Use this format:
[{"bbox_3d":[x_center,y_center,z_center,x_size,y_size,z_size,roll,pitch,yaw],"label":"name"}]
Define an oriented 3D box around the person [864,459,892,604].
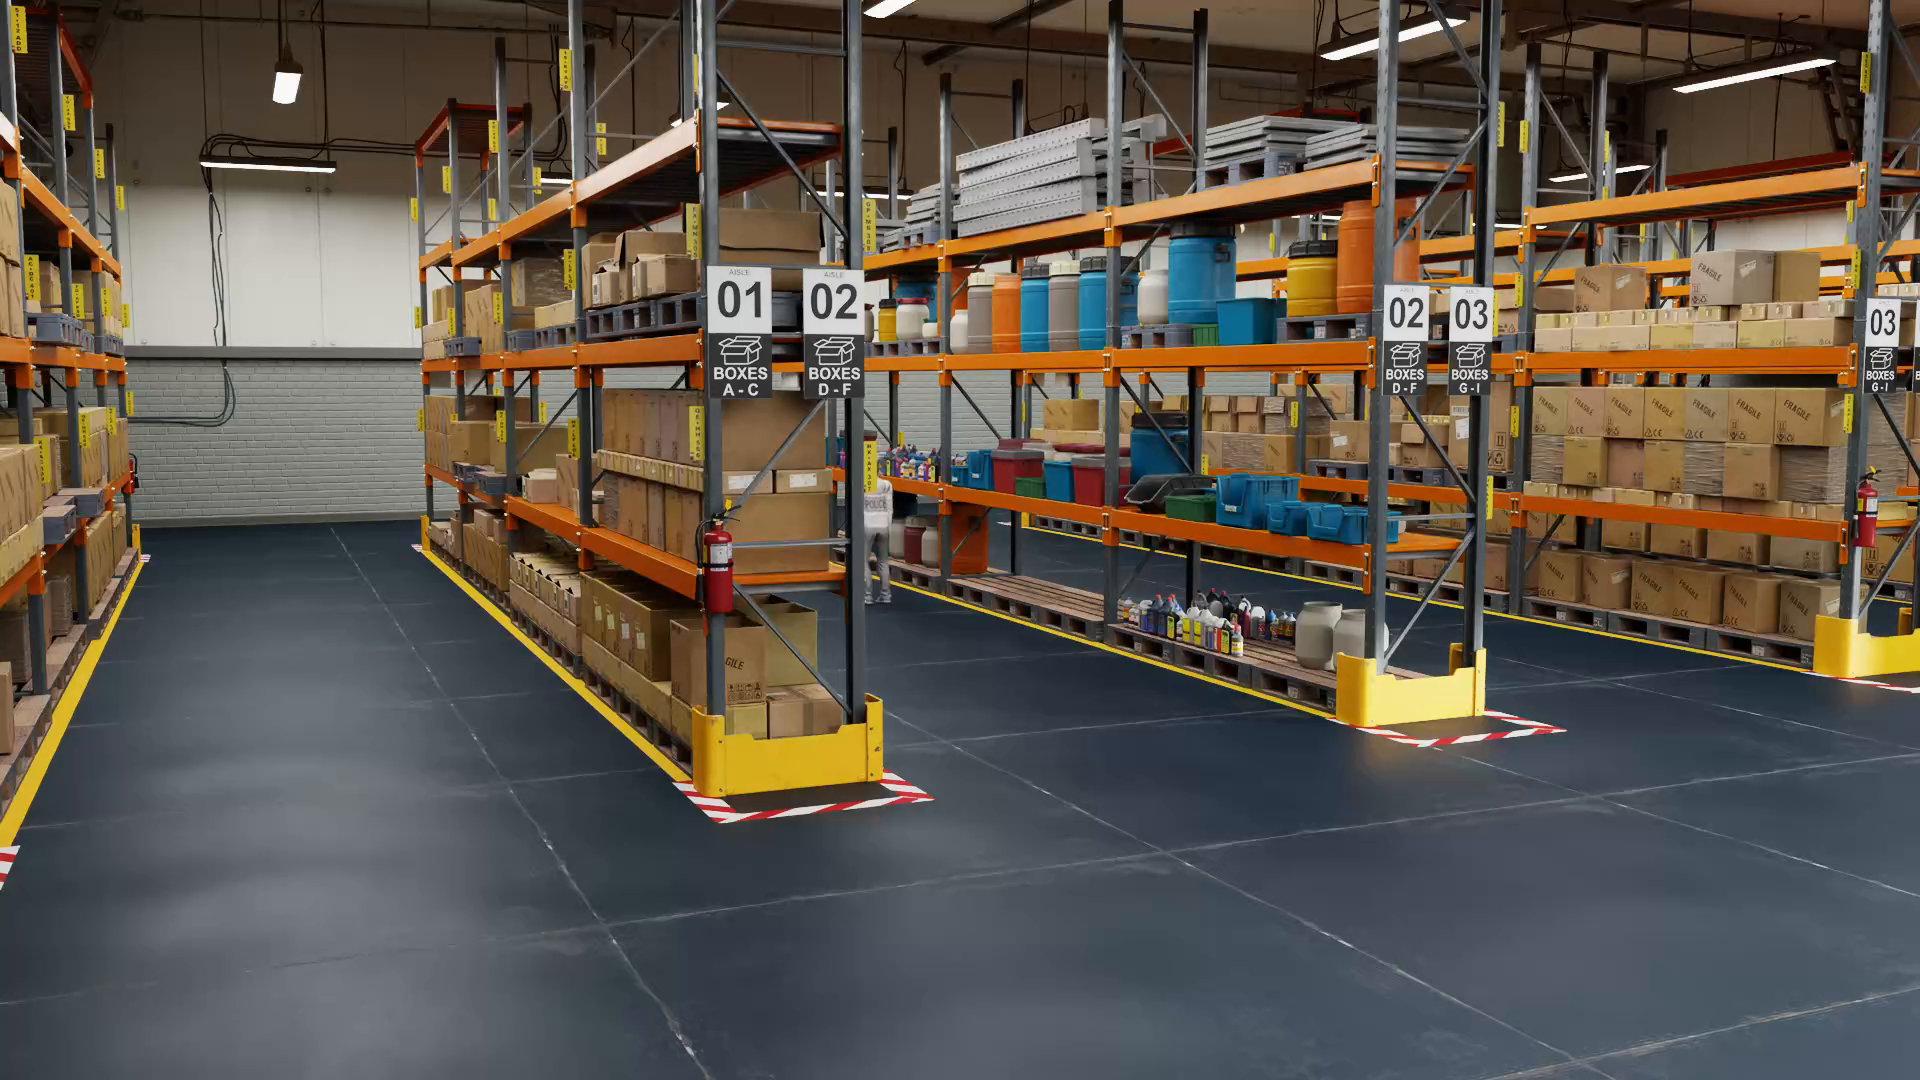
[{"bbox_3d":[-0.997,-0.095,18.734,0.482,1.654,0.366,-2,6,-22],"label":"person"}]
